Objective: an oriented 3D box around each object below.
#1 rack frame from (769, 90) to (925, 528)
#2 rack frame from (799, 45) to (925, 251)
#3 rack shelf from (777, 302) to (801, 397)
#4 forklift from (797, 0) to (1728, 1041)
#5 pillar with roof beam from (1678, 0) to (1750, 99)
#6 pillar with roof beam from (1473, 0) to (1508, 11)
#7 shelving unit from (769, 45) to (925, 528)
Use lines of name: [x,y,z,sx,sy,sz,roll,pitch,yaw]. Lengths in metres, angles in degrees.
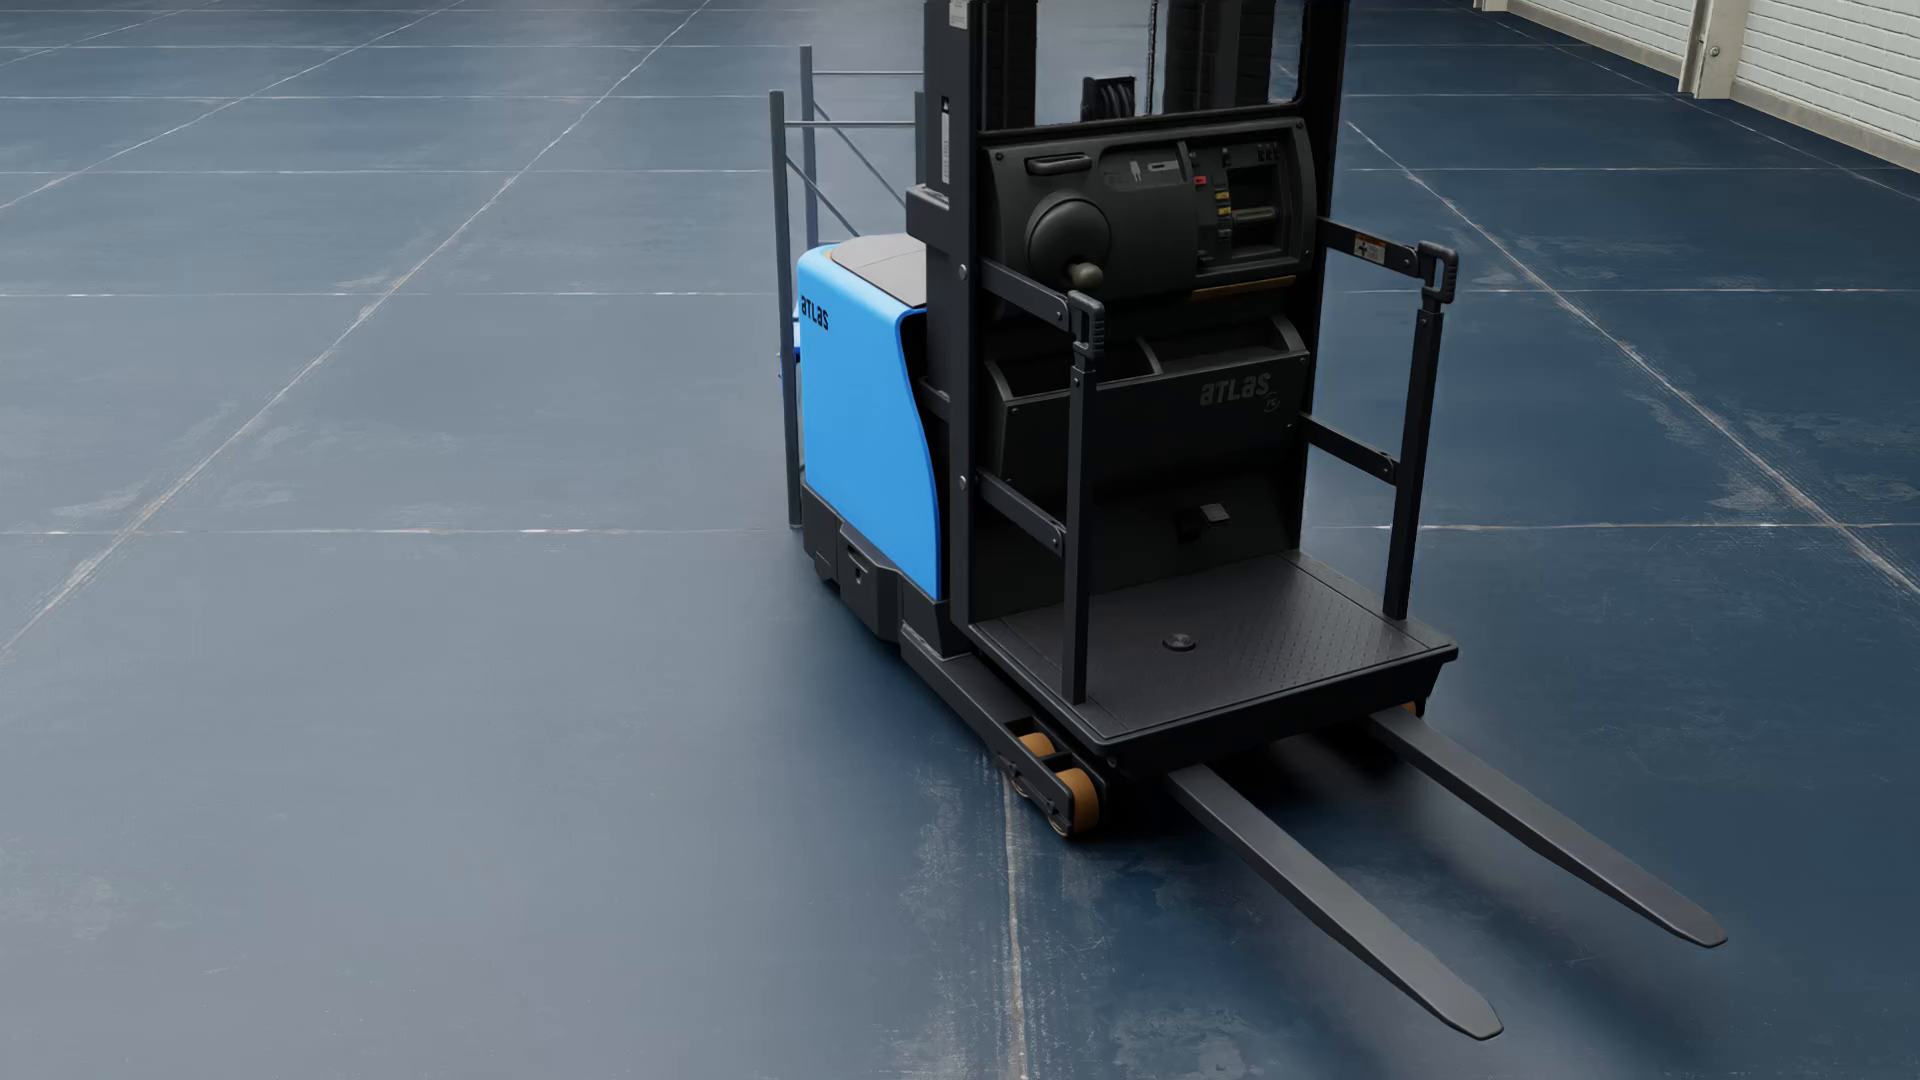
rack frame: [-0.350,-0.731,5.546,0.500,1.500,0.032,0,24,0]
rack frame: [-0.344,-1.150,6.473,0.500,1.500,0.032,0,24,0]
rack shelf: [-0.347,-0.777,6.084,0.538,0.185,1.000,0,24,0]
forklift: [0.595,-0.810,3.985,1.130,2.935,3.031,-12,27,-24]
pillar with roof beam: [2.012,-7.858,12.204,9.100,9.000,0.400,0,24,-1]
pillar with roof beam: [1.946,-10.330,17.670,9.100,9.000,0.400,0,24,-1]
shelving unit: [-0.347,-0.941,6.010,0.538,1.500,1.048,0,24,0]
